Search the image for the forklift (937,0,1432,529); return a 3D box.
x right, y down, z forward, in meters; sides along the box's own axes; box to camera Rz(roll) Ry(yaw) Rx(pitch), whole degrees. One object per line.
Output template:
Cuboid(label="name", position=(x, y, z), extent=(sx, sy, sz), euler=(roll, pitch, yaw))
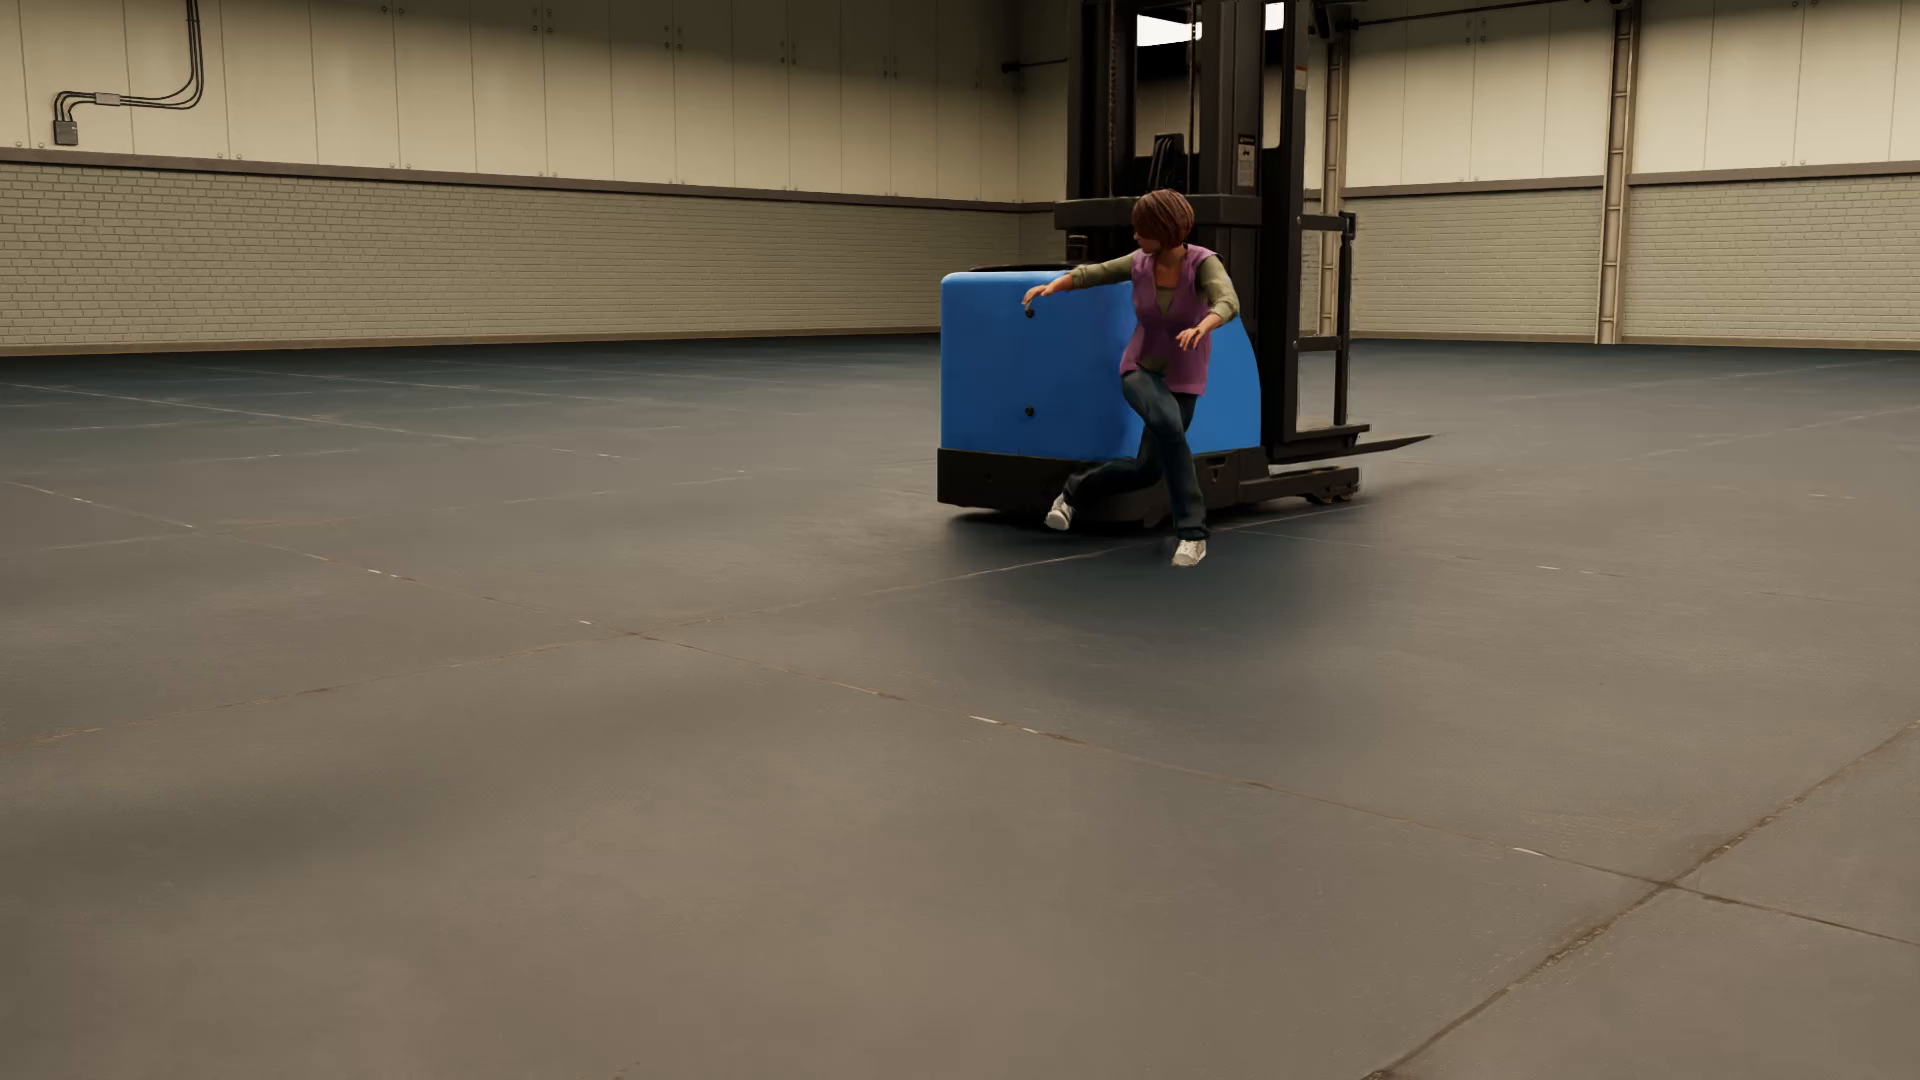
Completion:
Cuboid(label="forklift", position=(1.270, -1.661, 7.907), extent=(1.130, 2.935, 3.031), euler=(8, 12, 42))

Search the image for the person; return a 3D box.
Cuboid(label="person", position=(0.607, -0.590, 6.164), extent=(0.758, 1.396, 1.034), euler=(0, 9, -2))
